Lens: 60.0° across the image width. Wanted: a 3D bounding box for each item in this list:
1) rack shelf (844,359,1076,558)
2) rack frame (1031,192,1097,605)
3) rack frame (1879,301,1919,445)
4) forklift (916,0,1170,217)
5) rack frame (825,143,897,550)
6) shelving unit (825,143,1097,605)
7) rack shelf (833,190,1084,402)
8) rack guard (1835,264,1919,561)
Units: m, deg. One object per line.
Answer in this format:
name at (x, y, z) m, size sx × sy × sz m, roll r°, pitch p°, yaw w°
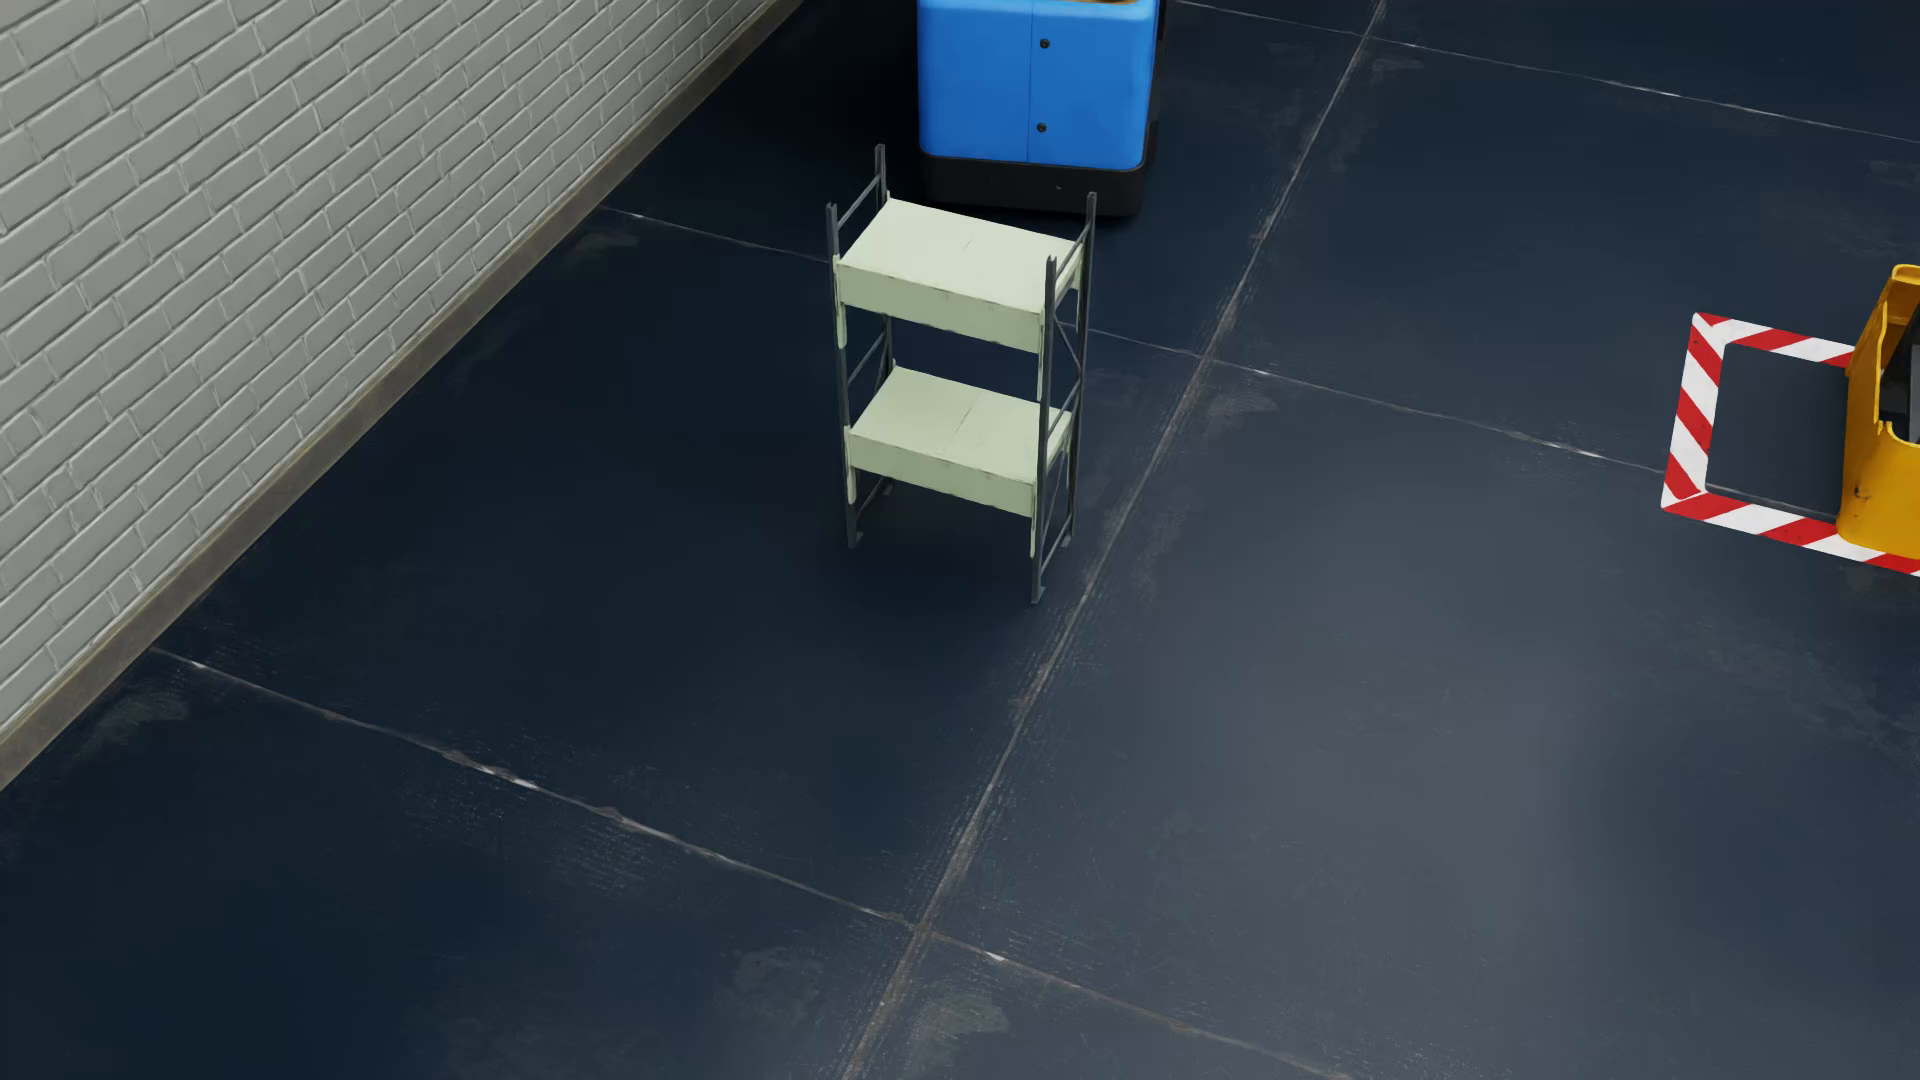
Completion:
rack shelf at (0.006, -0.299, 5.949) m, size 0.720 × 0.370 × 0.431 m, roll 16°, pitch 47°, yaw 16°
rack frame at (0.344, -0.430, 5.619) m, size 0.023 × 1.500 × 0.400 m, roll 16°, pitch 47°, yaw 16°
rack frame at (3.696, -1.393, 5.523) m, size 0.127 × 3.000 × 1.000 m, roll 16°, pitch 47°, yaw 16°
forklift at (0.521, -3.573, 7.763) m, size 1.130 × 2.935 × 3.031 m, roll 6°, pitch 45°, yaw 6°
rack frame at (-0.332, -0.629, 5.819) m, size 0.023 × 1.500 × 0.400 m, roll 16°, pitch 47°, yaw 16°
shelving unit at (0.006, -0.530, 5.719) m, size 0.755 × 1.500 × 0.431 m, roll 16°, pitch 47°, yaw 16°
rack shelf at (0.006, -0.807, 5.444) m, size 0.720 × 0.370 × 0.431 m, roll 16°, pitch 47°, yaw 16°
rack guard at (3.674, -0.513, 6.411) m, size 0.348 × 0.500 × 1.175 m, roll 16°, pitch 47°, yaw 16°
